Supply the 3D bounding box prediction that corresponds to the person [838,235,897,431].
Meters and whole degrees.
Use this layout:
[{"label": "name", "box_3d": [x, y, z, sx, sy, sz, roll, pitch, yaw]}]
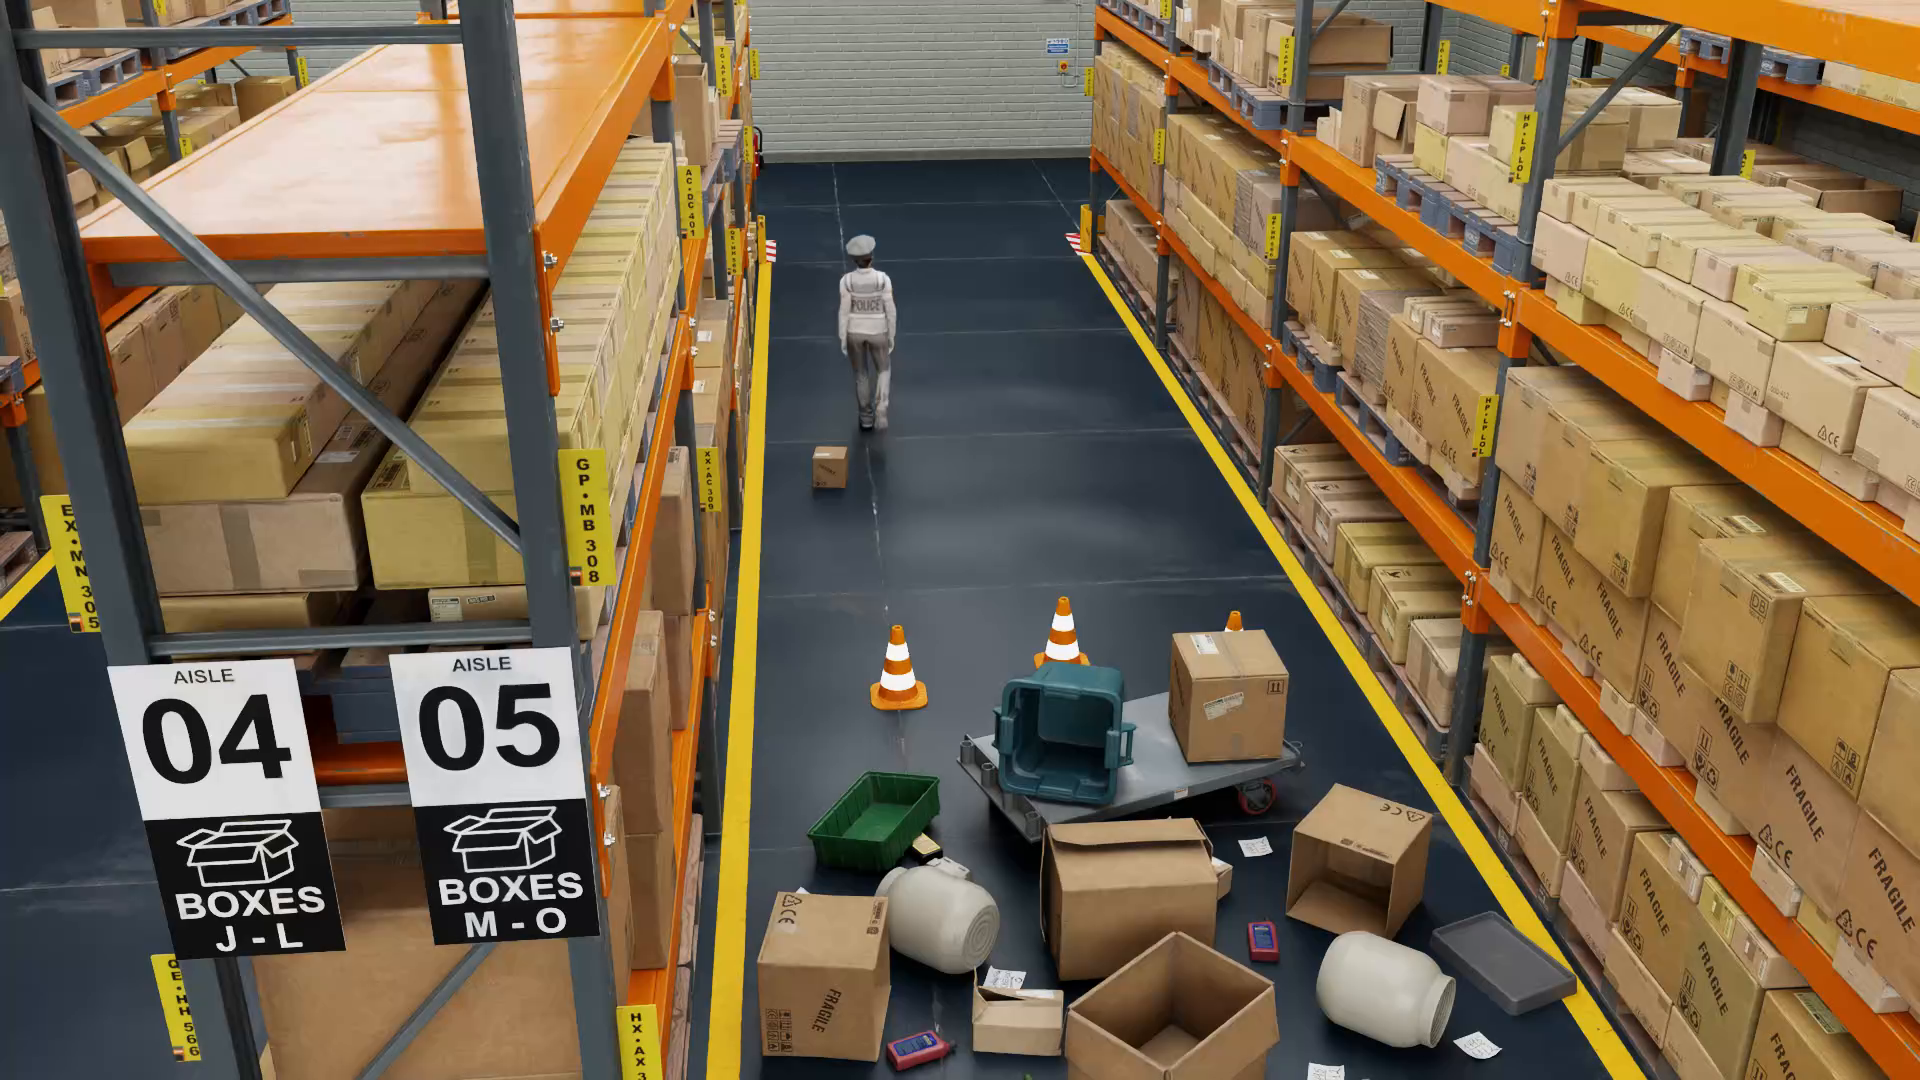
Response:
[{"label": "person", "box_3d": [-0.770, -1.709, 13.885, 0.486, 1.674, 0.609, -1, 24, -2]}]
